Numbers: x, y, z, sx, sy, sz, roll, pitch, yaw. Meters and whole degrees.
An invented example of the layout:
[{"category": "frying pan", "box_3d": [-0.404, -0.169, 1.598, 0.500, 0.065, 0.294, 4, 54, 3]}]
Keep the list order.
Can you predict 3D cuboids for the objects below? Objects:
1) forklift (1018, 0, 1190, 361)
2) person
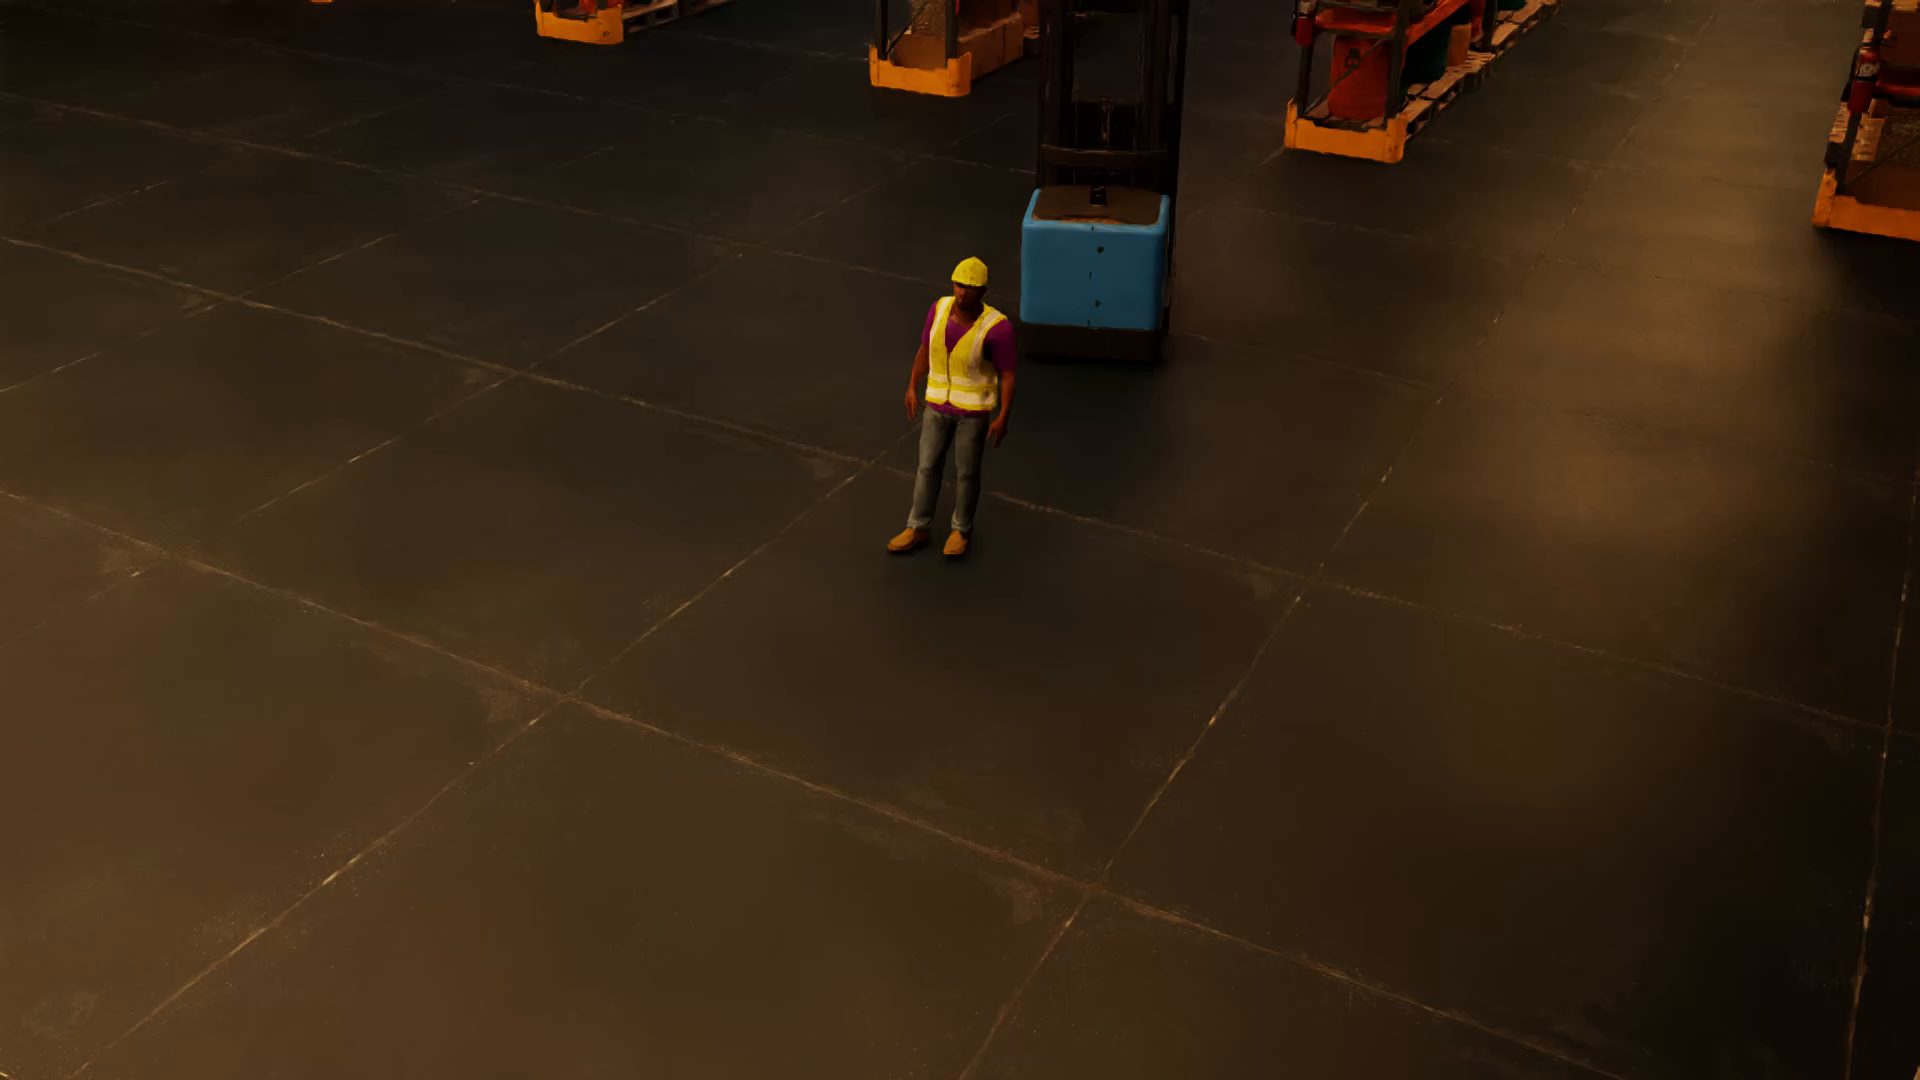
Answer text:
[{"category": "forklift", "box_3d": [1.166, -3.292, 12.775, 1.130, 2.935, 3.031, 4, 30, 8]}, {"category": "person", "box_3d": [-0.038, -0.742, 9.507, 0.665, 1.766, 0.576, 15, 33, 25]}]
